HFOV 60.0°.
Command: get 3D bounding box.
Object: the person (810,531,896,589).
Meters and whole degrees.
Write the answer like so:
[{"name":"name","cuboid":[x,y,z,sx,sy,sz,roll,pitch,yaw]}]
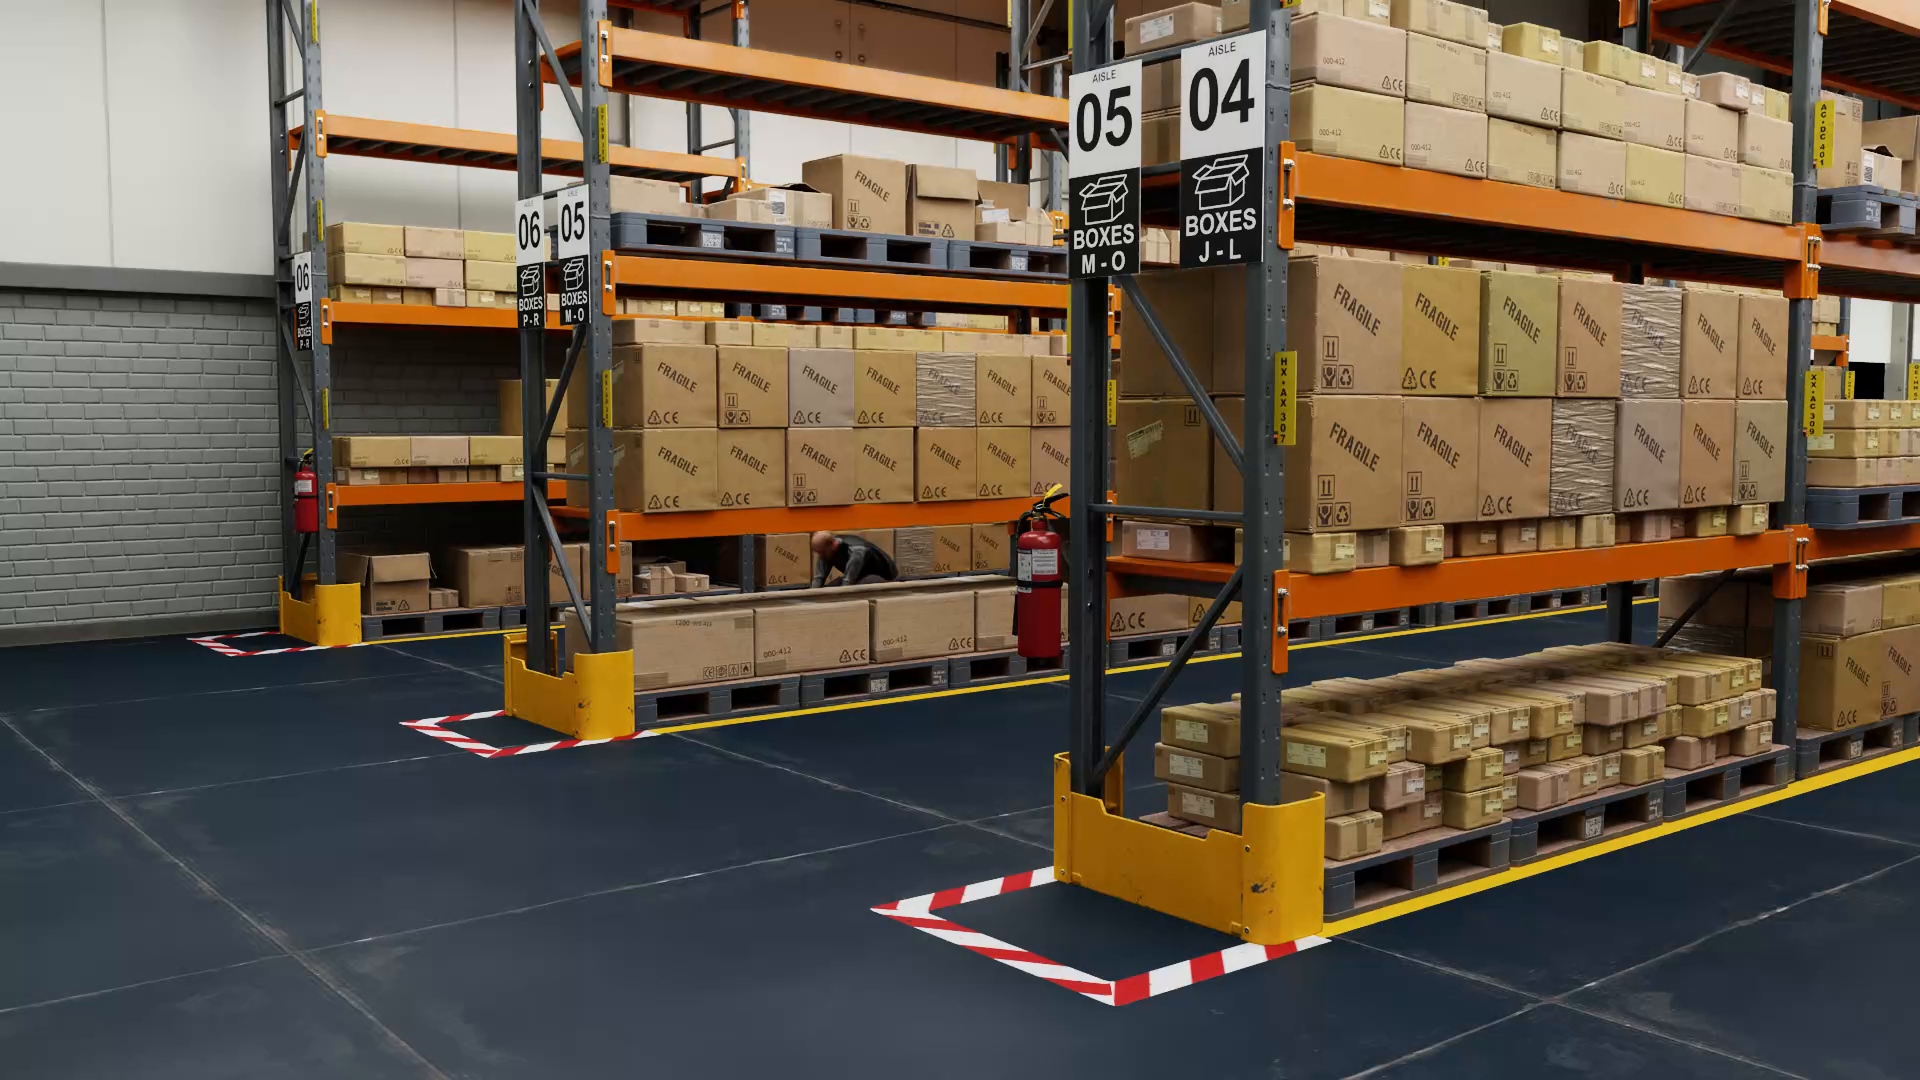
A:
[{"name":"person","cuboid":[-0.945,0.357,14.386,0.857,0.906,0.539,-3,5,-39]}]
